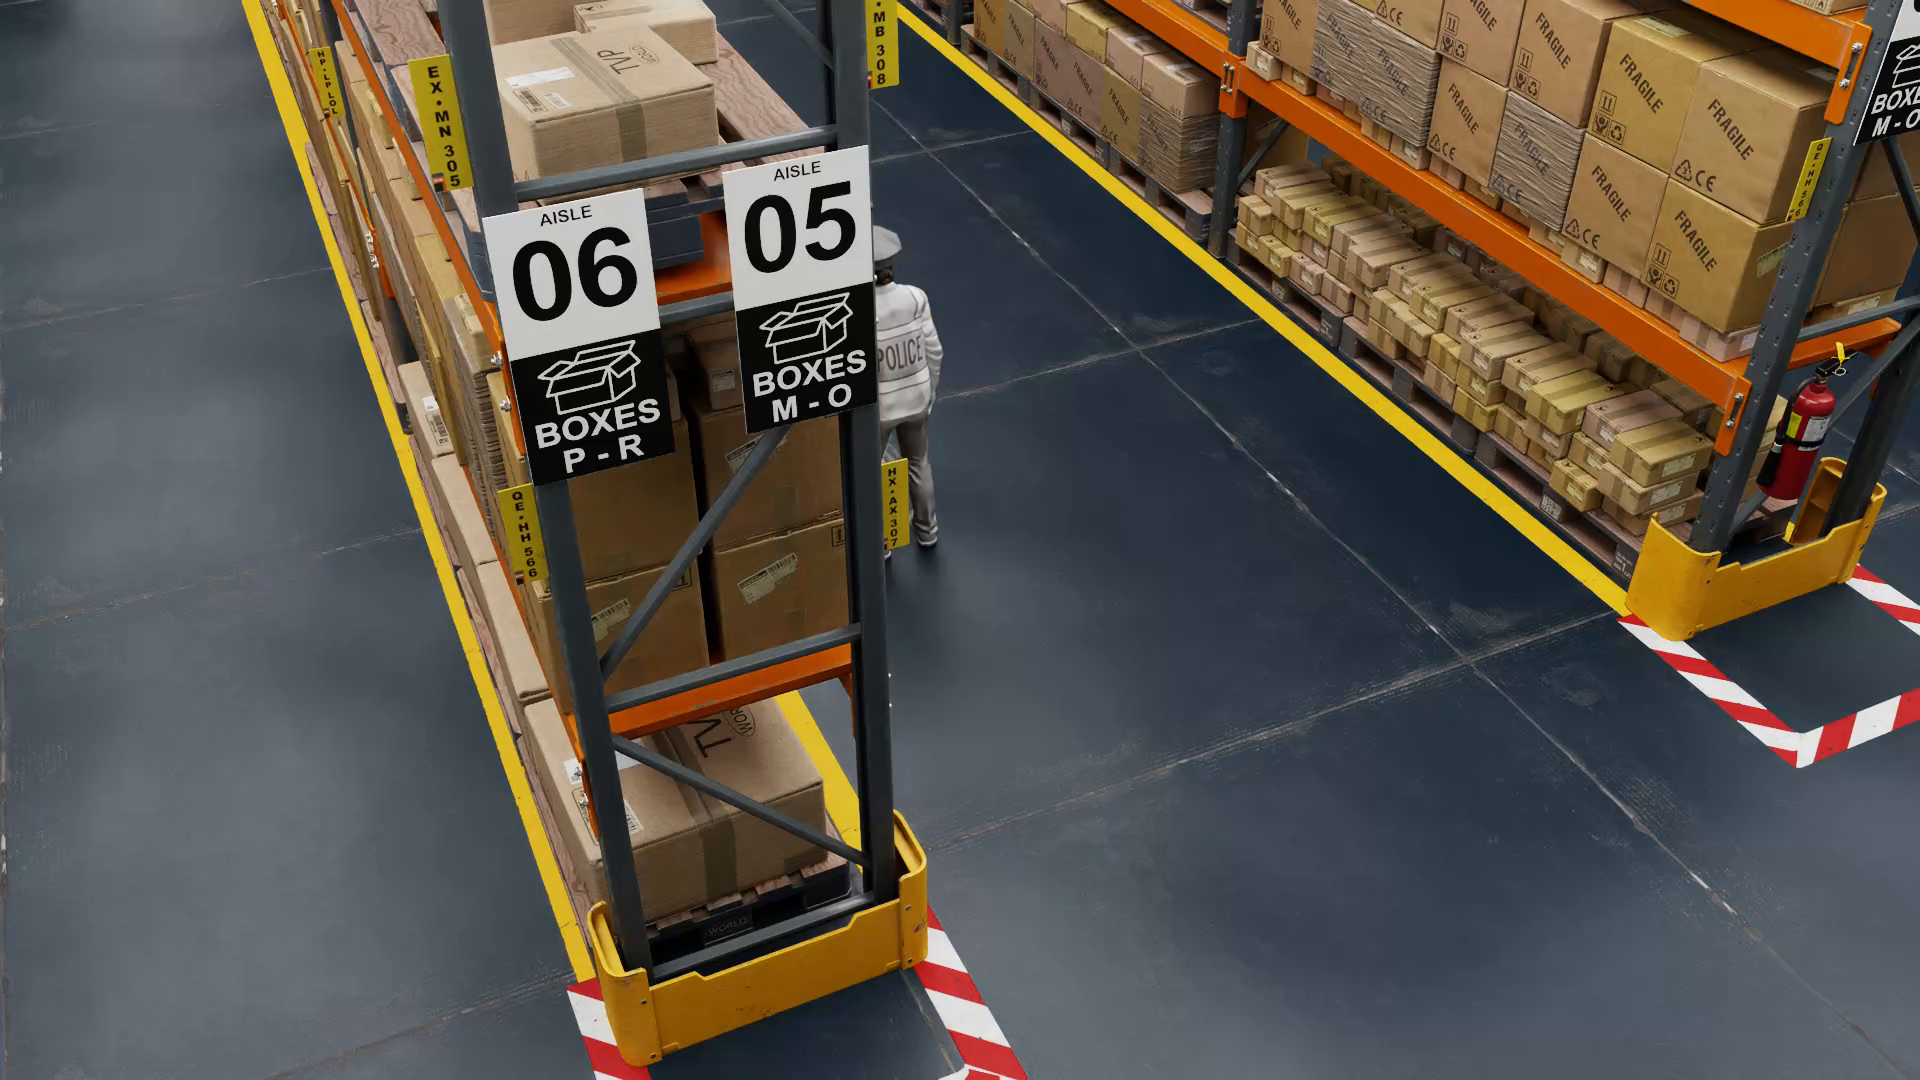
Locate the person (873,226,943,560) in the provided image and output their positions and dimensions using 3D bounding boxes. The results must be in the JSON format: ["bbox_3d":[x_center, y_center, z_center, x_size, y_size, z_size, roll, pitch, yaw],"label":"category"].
[{"bbox_3d":[-0.333,-0.634,7.679,0.535,1.662,0.373,-18,41,-22],"label":"person"}]
